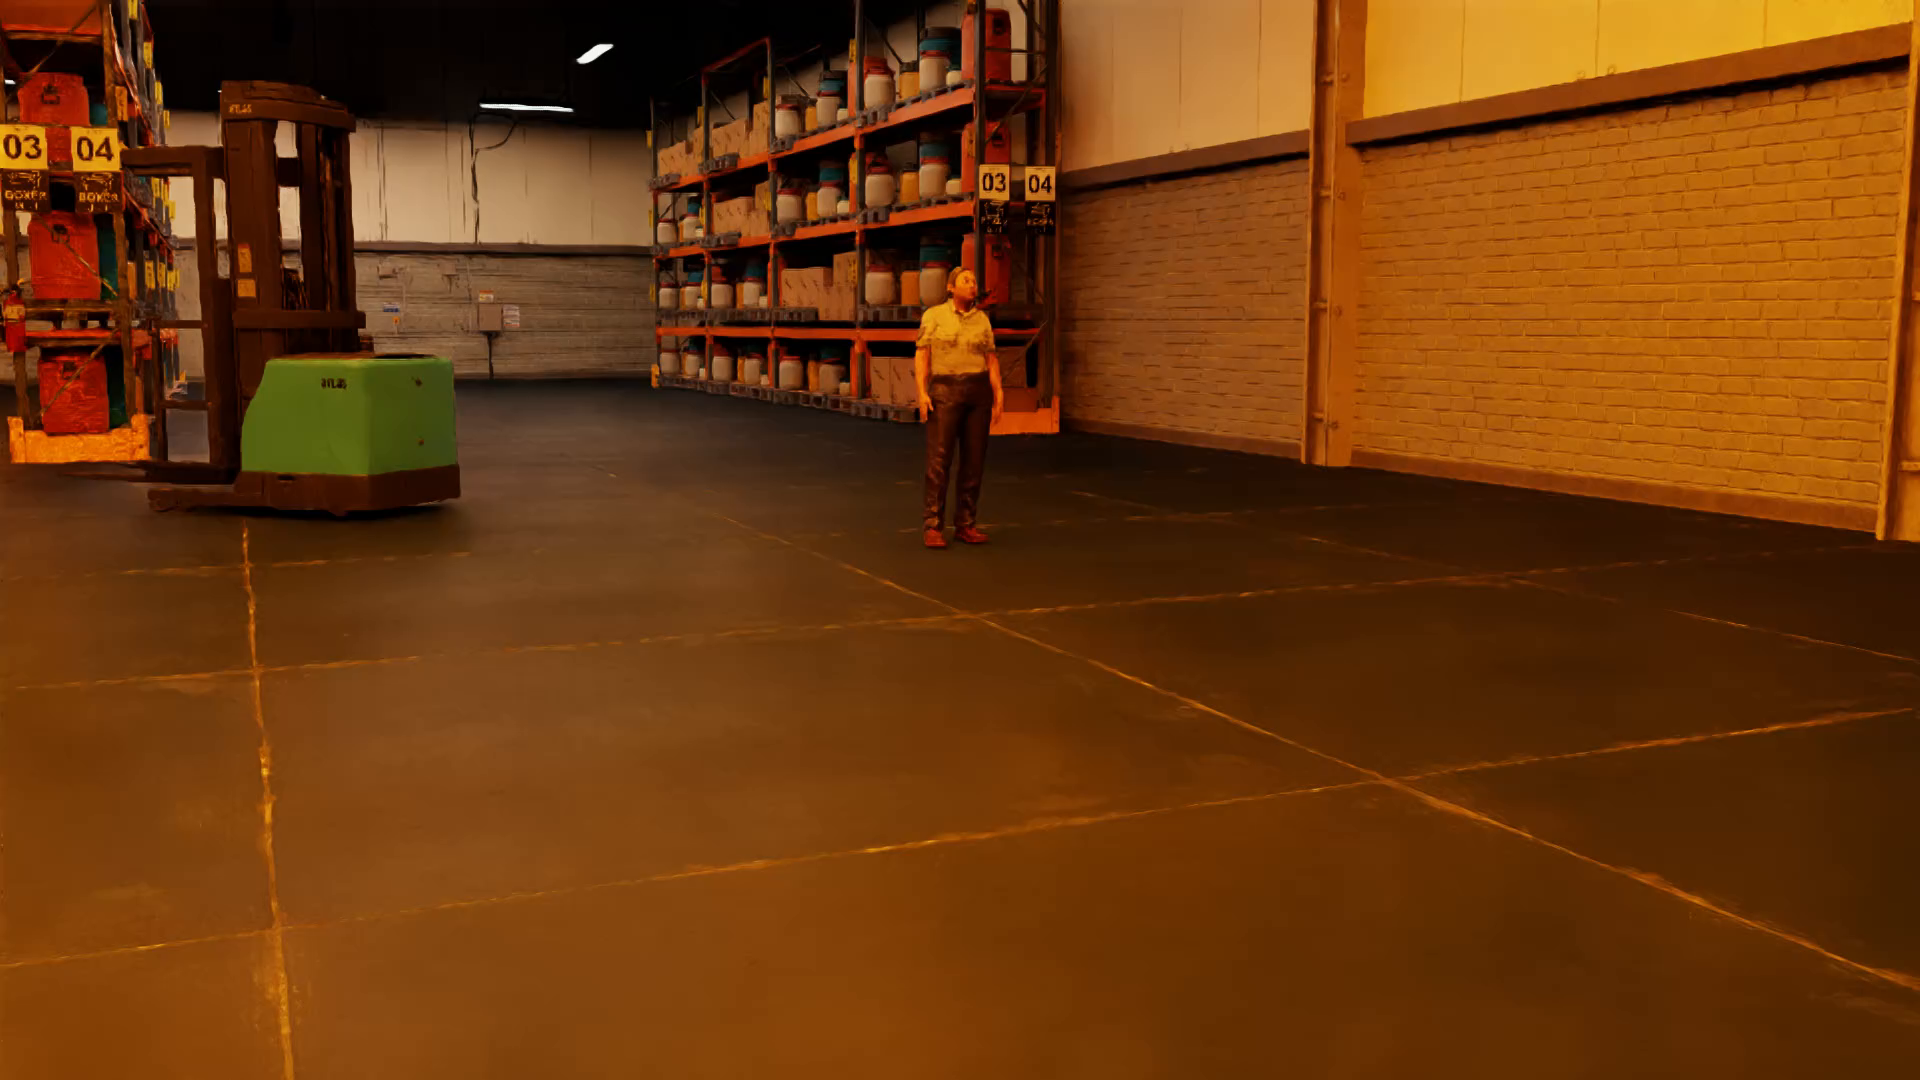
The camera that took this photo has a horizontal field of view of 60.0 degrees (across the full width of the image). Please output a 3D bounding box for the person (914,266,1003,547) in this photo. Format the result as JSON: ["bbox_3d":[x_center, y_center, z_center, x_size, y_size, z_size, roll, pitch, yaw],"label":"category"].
[{"bbox_3d":[0.015,-0.812,9.954,0.599,1.650,0.502,-3,8,-23],"label":"person"}]

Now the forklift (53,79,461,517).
[{"bbox_3d":[-5.159,-1.705,11.873,3.031,2.935,1.130,3,8,21],"label":"forklift"}]
